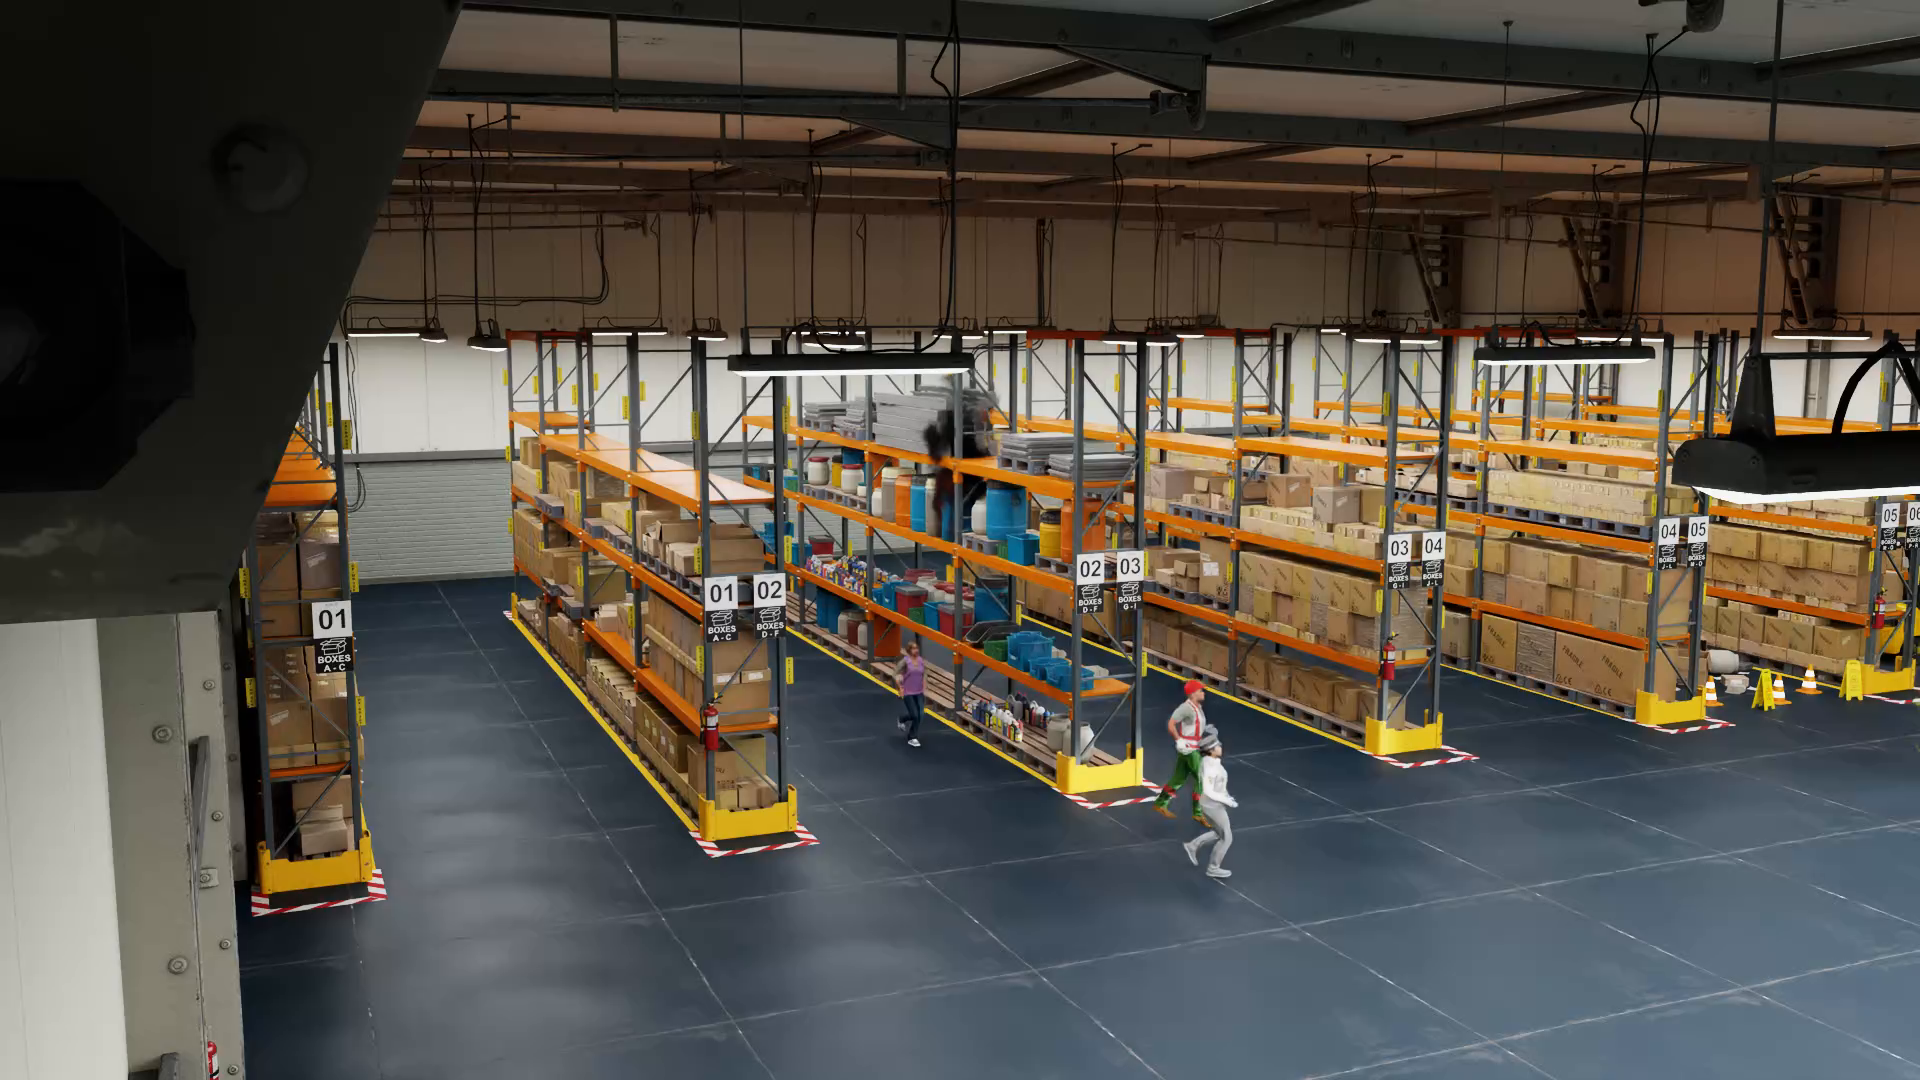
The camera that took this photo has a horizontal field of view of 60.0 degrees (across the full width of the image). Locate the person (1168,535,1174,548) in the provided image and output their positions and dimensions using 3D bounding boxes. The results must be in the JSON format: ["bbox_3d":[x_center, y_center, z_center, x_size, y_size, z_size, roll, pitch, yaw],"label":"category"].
[{"bbox_3d":[5.362,-0.114,41.698,0.589,1.534,0.536,3,8,18],"label":"person"}]

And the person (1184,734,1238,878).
[{"bbox_3d":[2.819,2.981,18.708,0.579,1.646,0.613,1,8,5],"label":"person"}]

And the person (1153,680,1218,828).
[{"bbox_3d":[2.813,2.635,20.739,0.791,1.831,0.641,2,8,12],"label":"person"}]

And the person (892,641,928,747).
[{"bbox_3d":[-0.707,2.247,24.463,0.549,1.547,0.556,-5,9,-33],"label":"person"}]
